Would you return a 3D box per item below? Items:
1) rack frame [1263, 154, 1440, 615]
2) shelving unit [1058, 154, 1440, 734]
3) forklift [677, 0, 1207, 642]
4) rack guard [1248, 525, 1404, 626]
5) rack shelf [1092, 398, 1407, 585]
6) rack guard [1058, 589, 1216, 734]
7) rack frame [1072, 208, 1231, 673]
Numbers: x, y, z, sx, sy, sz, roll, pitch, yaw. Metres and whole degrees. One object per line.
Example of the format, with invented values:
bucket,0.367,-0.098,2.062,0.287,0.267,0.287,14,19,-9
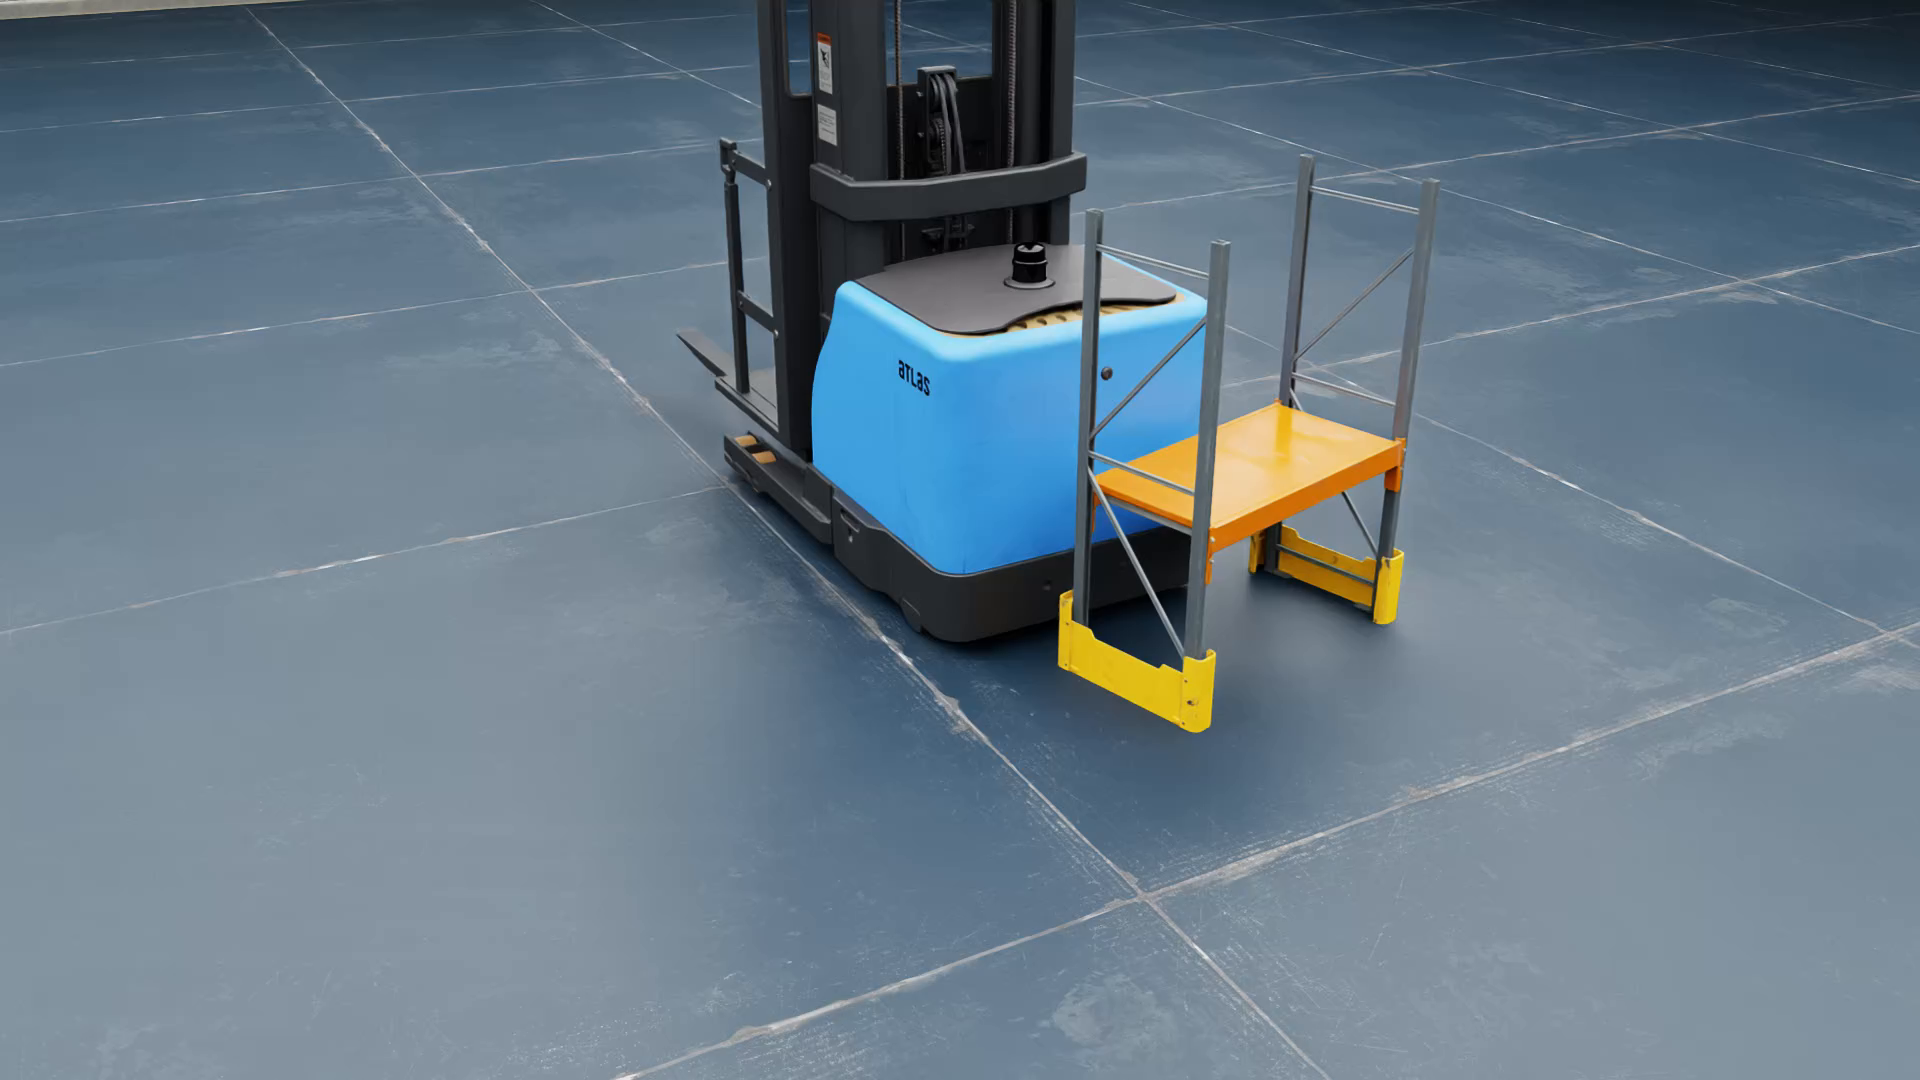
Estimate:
rack frame,1.281,-0.492,5.543,0.032,1.500,0.500,-22,33,-38
shelving unit,0.904,-0.339,5.223,1.083,1.500,0.587,-22,33,-38
forklift,-0.306,-1.592,6.180,1.130,2.935,3.031,-13,29,-26
rack guard,1.267,0.077,5.801,0.087,0.250,0.587,-22,33,-38
rack shelf,0.911,-0.180,5.307,1.000,0.185,0.538,-22,33,-38
rack guard,0.541,0.372,5.186,0.087,0.250,0.587,-22,33,-38
rack frame,0.541,-0.191,4.915,0.032,1.500,0.500,-22,33,-38
